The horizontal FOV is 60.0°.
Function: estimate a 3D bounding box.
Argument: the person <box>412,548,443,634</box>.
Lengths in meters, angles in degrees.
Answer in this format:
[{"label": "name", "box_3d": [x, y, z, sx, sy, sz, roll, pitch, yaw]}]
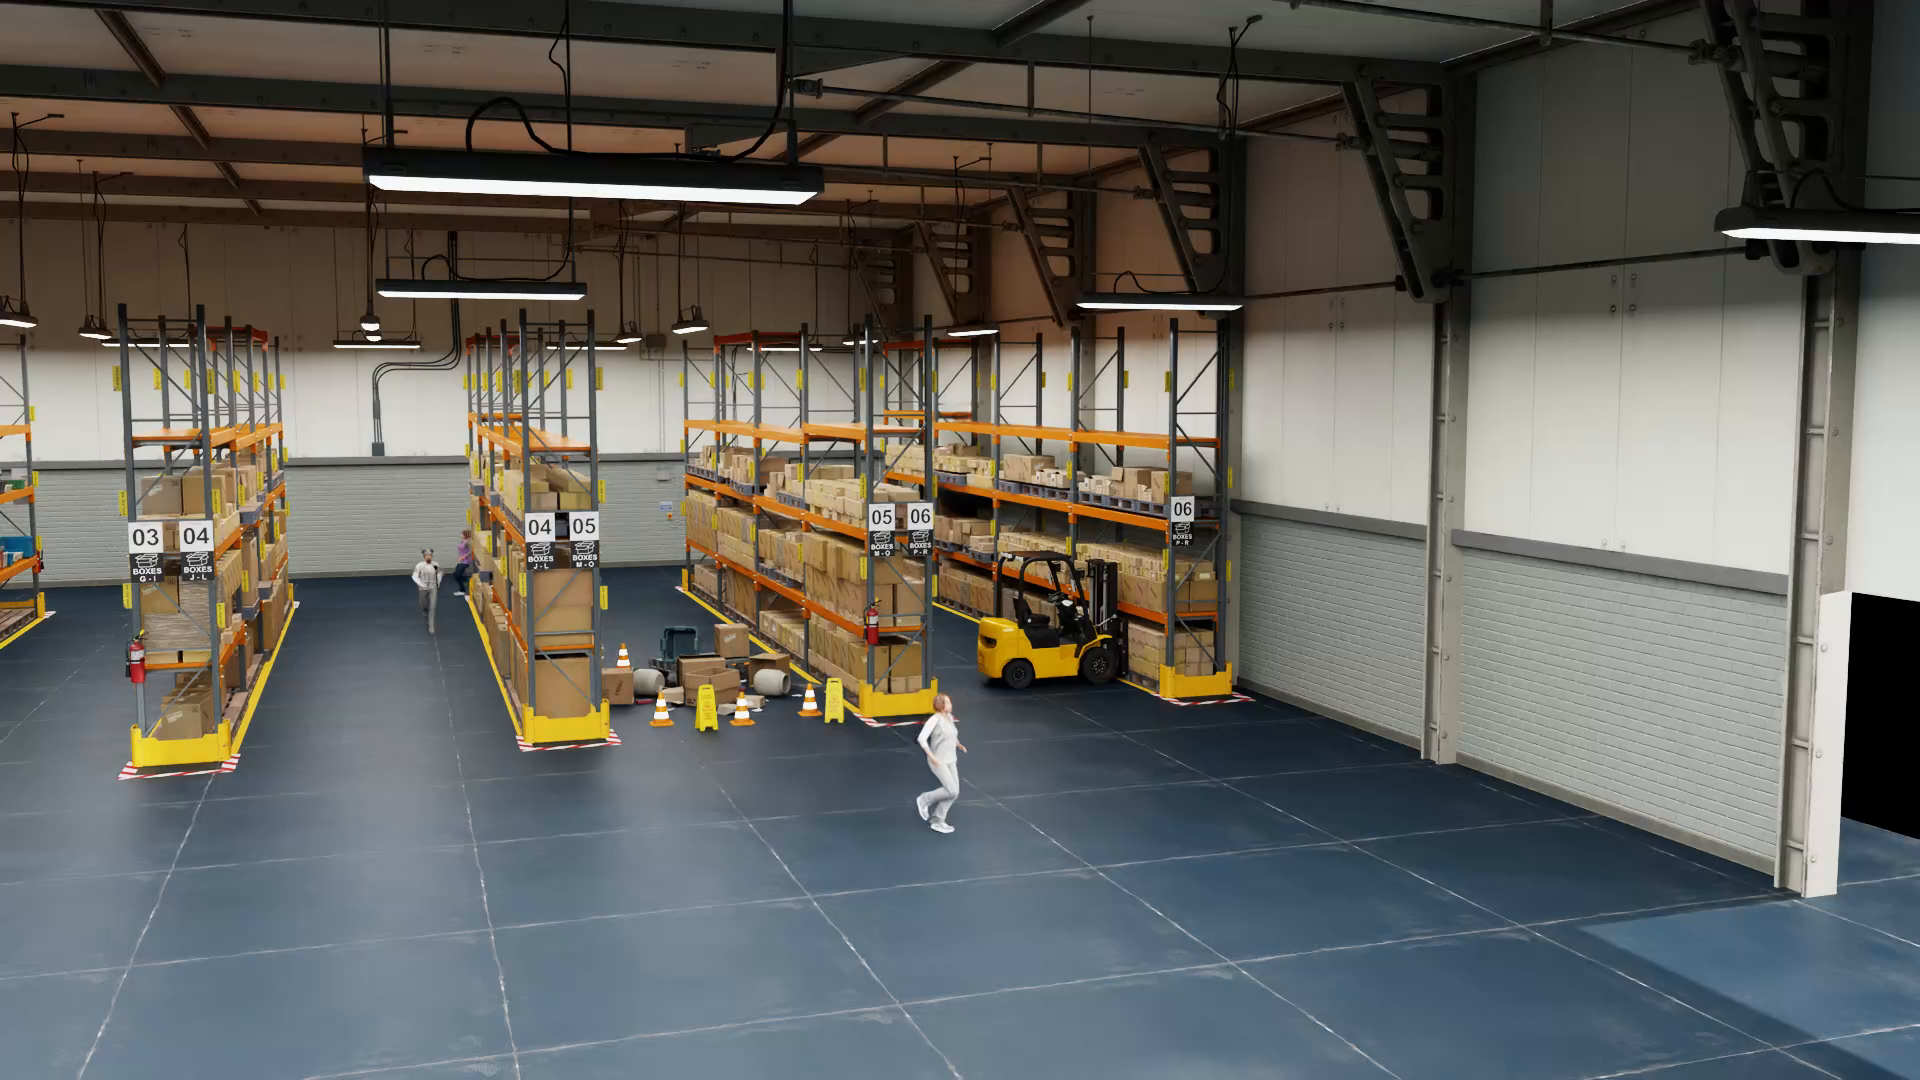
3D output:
[{"label": "person", "box_3d": [-10.749, 1.002, 33.600, 0.587, 1.697, 1.058, -2, 6, -17]}]

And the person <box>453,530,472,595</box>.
[{"label": "person", "box_3d": [-11.633, 0.531, 39.054, 0.498, 1.560, 0.601, -3, 6, -33]}]

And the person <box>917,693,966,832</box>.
[{"label": "person", "box_3d": [-0.203, 2.481, 18.506, 0.521, 1.556, 0.588, 3, 6, 30]}]
